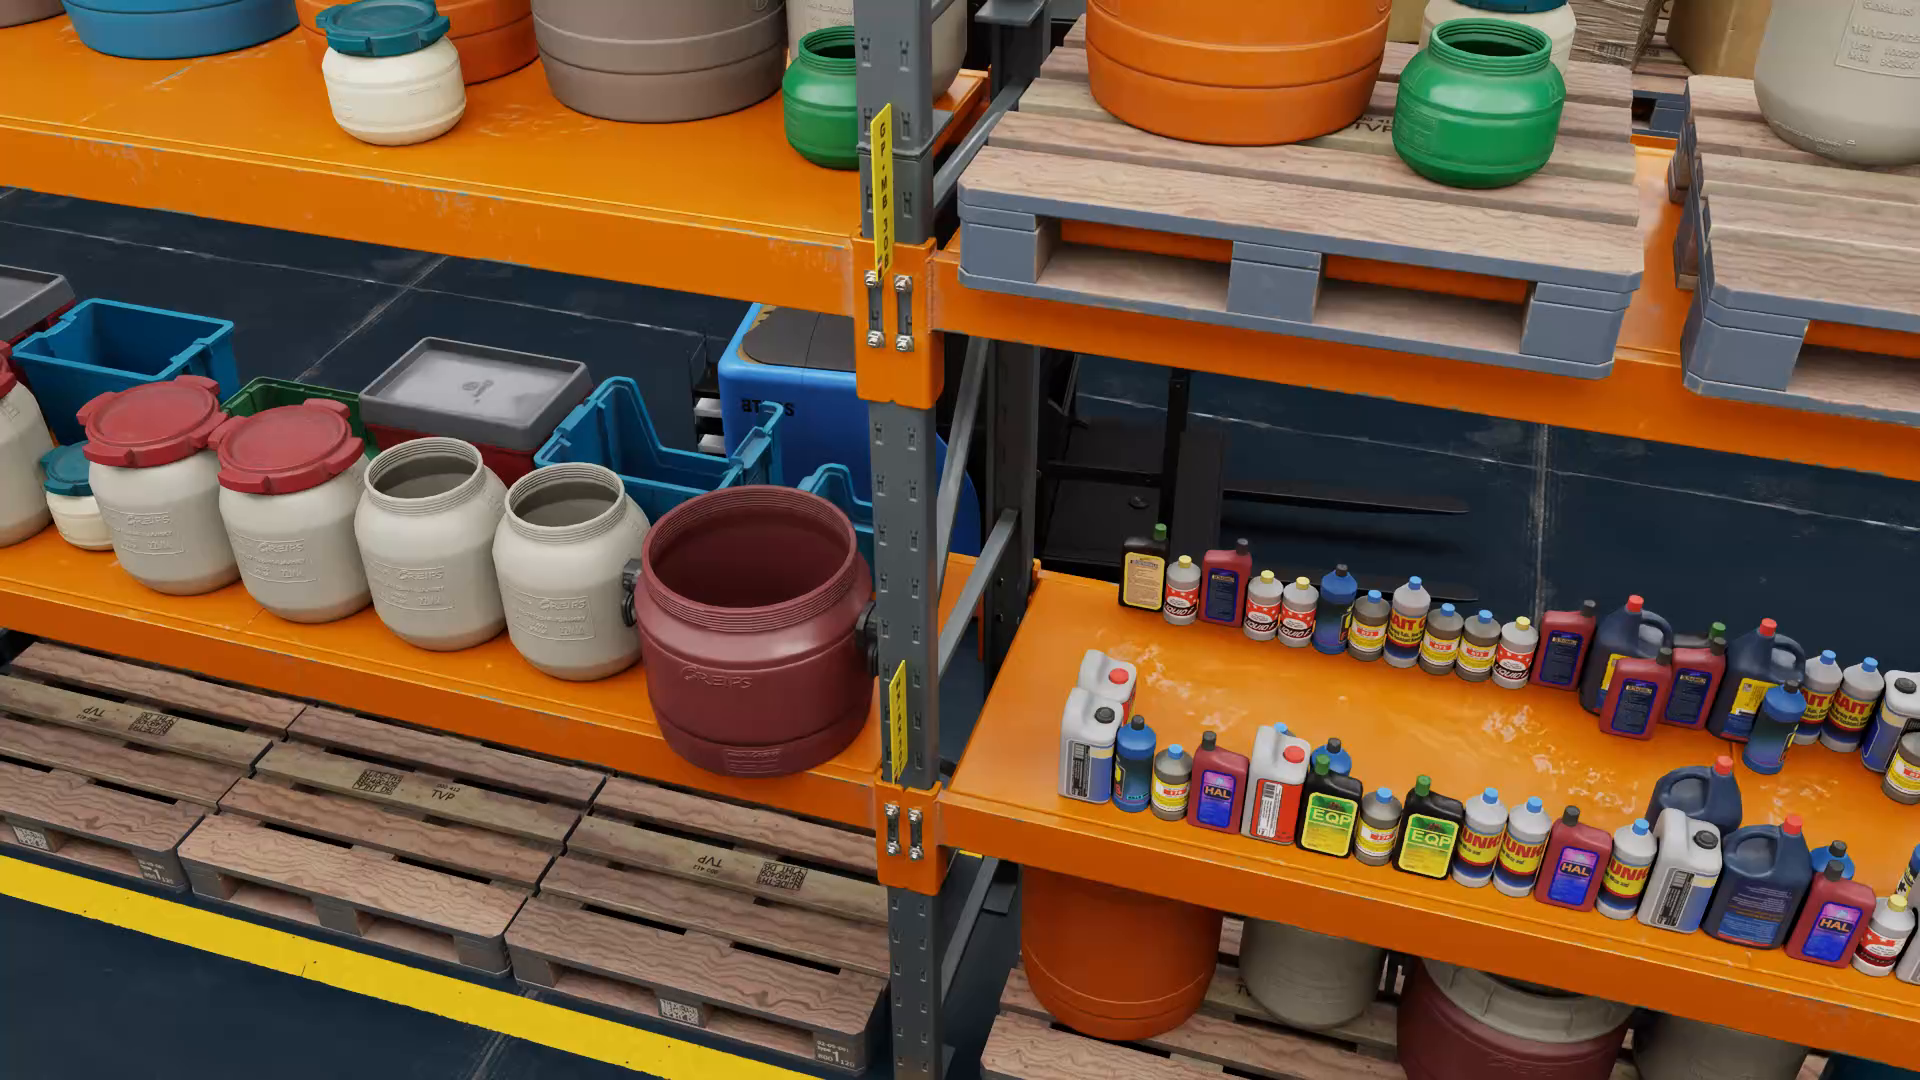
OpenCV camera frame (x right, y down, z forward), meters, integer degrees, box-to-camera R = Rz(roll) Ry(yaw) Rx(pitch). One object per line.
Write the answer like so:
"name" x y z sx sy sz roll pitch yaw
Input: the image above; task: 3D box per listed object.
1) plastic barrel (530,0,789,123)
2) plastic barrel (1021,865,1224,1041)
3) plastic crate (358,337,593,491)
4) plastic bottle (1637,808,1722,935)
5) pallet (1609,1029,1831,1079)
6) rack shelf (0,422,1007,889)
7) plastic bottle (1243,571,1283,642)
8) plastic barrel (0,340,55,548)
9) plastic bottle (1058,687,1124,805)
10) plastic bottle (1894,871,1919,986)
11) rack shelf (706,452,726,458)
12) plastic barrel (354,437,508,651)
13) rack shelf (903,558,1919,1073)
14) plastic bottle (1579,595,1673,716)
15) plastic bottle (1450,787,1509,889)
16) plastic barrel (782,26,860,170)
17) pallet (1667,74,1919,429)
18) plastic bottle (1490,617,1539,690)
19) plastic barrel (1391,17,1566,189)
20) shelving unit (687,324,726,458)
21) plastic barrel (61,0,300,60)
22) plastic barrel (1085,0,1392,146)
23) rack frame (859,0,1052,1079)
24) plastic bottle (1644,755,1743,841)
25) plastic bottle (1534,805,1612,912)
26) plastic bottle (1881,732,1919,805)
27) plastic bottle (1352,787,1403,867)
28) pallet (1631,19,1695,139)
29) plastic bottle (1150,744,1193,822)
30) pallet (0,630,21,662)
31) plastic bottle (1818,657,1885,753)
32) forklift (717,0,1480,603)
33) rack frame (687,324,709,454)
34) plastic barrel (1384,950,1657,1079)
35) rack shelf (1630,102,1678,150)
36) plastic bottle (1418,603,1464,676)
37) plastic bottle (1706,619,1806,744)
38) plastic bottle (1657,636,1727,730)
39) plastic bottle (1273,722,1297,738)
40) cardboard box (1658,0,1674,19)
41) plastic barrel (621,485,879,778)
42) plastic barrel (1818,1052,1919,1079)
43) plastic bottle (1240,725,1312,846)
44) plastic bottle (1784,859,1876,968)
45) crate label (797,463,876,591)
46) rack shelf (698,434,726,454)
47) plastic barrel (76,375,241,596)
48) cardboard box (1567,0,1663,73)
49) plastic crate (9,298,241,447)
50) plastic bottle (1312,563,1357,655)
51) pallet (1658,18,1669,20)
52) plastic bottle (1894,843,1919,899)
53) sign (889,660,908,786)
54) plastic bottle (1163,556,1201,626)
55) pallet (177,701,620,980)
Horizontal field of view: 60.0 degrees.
"plastic barrel" -0.708 -1.484 3.782 0.600 0.901 0.600 0 36 0
"plastic barrel" 0.483 0.976 4.870 0.708 0.830 0.600 10 38 14
"plastic crate" -1.440 -0.291 5.060 0.583 0.464 0.402 10 38 14
"plastic bottle" 1.651 0.748 3.807 0.135 0.276 0.152 10 38 14
"pallet" 1.936 1.649 4.831 1.213 0.211 1.003 10 38 14
"rack shelf" -1.898 0.130 5.150 4.000 0.370 1.077 10 38 14
"plastic bottle" 0.849 0.176 4.649 0.097 0.201 0.097 0 36 0
"plastic barrel" -2.959 -0.275 4.978 0.433 0.535 0.433 0 36 0
"plastic bottle" 0.327 0.503 4.140 0.135 0.276 0.152 10 38 14
"plastic bottle" 2.176 0.846 3.675 0.135 0.276 0.152 10 38 14
"rack shelf" -0.990 -0.363 7.192 0.200 0.077 0.258 6 37 8
"plastic barrel" -1.437 0.013 4.607 0.421 0.512 0.421 0 36 0
"rack shelf" 1.920 0.837 4.189 4.000 0.370 1.077 10 38 14
"plastic bottle" 1.755 0.298 4.357 0.185 0.351 0.144 10 38 14
"plastic bottle" 1.219 0.687 3.894 0.097 0.271 0.097 0 36 0
"plastic barrel" -0.240 -0.966 3.633 0.294 0.245 0.294 0 36 0
"pallet" 1.968 -0.513 3.046 1.213 0.211 1.003 10 38 14
"plastic bottle" 1.500 0.296 4.485 0.097 0.201 0.097 0 36 0
"plastic barrel" 0.954 -0.803 3.057 0.294 0.245 0.294 0 36 0
"shelving unit" -0.990 -0.462 7.119 0.210 0.900 0.258 6 37 8
"plastic barrel" -2.009 -1.725 4.109 0.708 0.901 0.600 10 38 14
"plastic barrel" 0.552 -1.254 3.177 0.708 0.830 0.600 10 38 14
"rack frame" 0.011 0.194 4.456 0.127 3.000 1.000 10 38 14
"plastic bottle" 1.719 0.639 3.893 0.185 0.351 0.144 10 38 14
"plastic bottle" 1.417 0.730 3.826 0.133 0.283 0.061 10 38 14
"plastic bottle" 2.376 0.553 4.136 0.097 0.201 0.097 0 36 0
"plastic bottle" 0.999 0.675 3.971 0.097 0.201 0.097 0 36 0
"pallet" 3.349 -2.190 7.856 1.213 0.211 1.003 10 38 14
"plastic bottle" 0.523 0.586 4.090 0.097 0.201 0.097 0 36 0
"pallet" -4.436 0.468 6.437 1.213 0.211 1.003 10 38 14
"plastic bottle" 2.293 0.415 4.265 0.097 0.271 0.097 0 36 0
"forklift" 0.616 -1.116 6.293 3.031 2.935 1.130 6 37 8
"rack frame" -1.090 -0.473 7.133 0.006 0.900 0.240 6 37 8
"plastic barrel" 1.561 1.272 4.671 0.708 0.588 0.600 10 38 14
"rack shelf" 3.400 -1.965 7.996 4.000 0.370 1.077 10 38 14
"plastic bottle" 1.314 0.262 4.532 0.097 0.201 0.097 0 36 0
"plastic bottle" 2.058 0.354 4.280 0.185 0.351 0.144 10 38 14
"plastic bottle" 1.901 0.364 4.324 0.133 0.283 0.061 10 38 14
"plastic bottle" 0.788 0.541 4.152 0.097 0.201 0.097 0 36 0
"cardboard box" 5.274 -4.205 11.891 0.750 0.750 0.750 12 38 15
"plastic barrel" -0.522 0.229 4.294 0.708 0.536 0.600 10 38 14
"plastic barrel" 2.639 1.346 4.307 0.708 0.901 0.600 10 38 14
"plastic bottle" 0.769 0.585 4.029 0.135 0.276 0.152 10 38 14
"plastic bottle" 1.942 0.828 3.694 0.133 0.283 0.061 10 38 14
"crate label" -0.280 -0.025 4.895 0.416 0.233 0.303 10 38 14
"rack shelf" -0.990 -0.435 7.138 0.200 0.077 0.258 6 37 8
"plastic barrel" -2.259 -0.145 4.802 0.433 0.535 0.433 0 36 0
"cardboard box" 2.942 -2.500 7.678 0.500 0.500 0.700 18 40 22
"plastic crate" -2.662 -0.488 5.396 0.575 0.384 0.392 10 38 14
"plastic bottle" 1.035 0.182 4.581 0.097 0.271 0.097 0 36 0
"pallet" 4.856 -3.890 12.357 1.213 0.211 1.003 10 38 14
"plastic bottle" 2.196 0.774 3.777 0.097 0.271 0.097 0 36 0
"sign" -0.147 0.441 3.983 0.005 0.325 0.100 10 38 14
"plastic bottle" 0.629 0.135 4.704 0.097 0.201 0.097 0 36 0
"pallet" -1.878 0.941 5.793 1.213 0.211 1.003 10 38 14
